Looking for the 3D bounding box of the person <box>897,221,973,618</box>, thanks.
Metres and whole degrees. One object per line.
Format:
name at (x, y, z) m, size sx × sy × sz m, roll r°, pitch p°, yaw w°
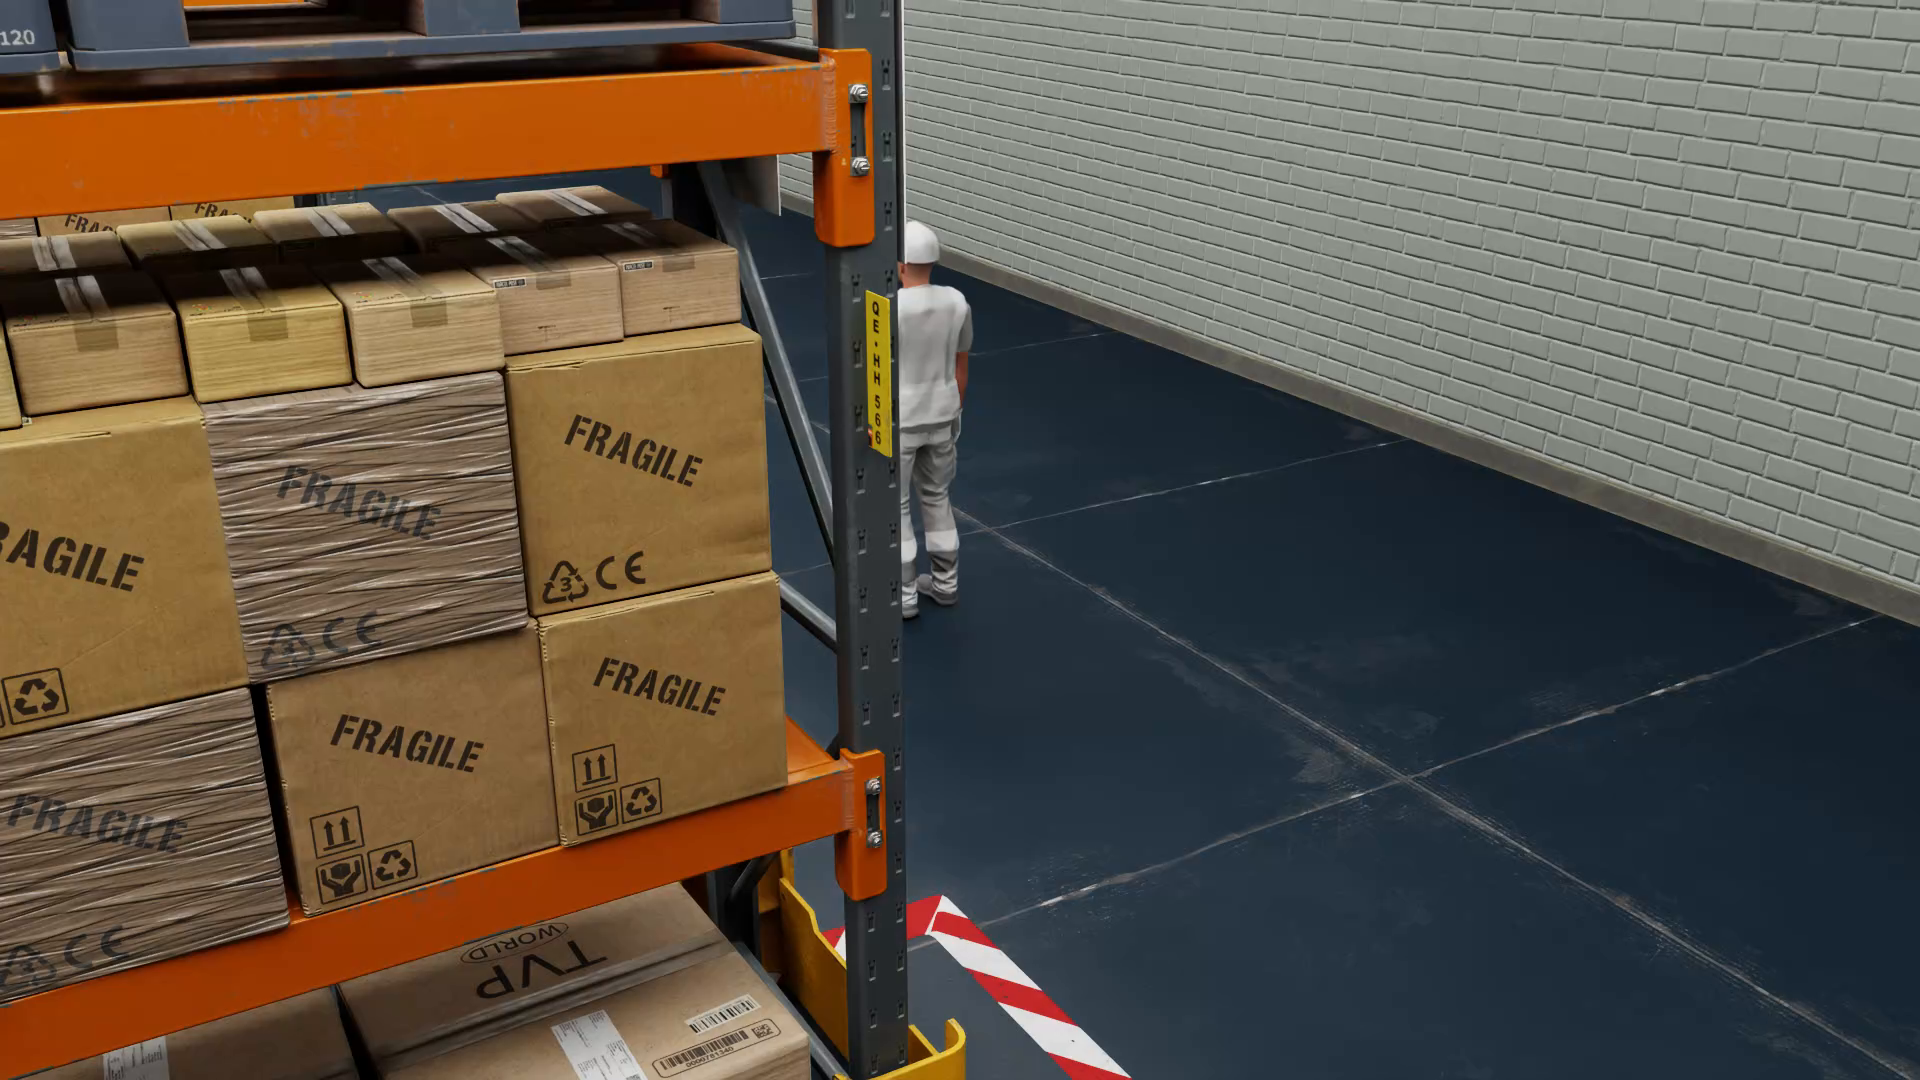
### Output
person at (-0.211, -0.520, 7.418) m, size 0.525 × 1.809 × 0.364 m, roll -12°, pitch 24°, yaw -27°
